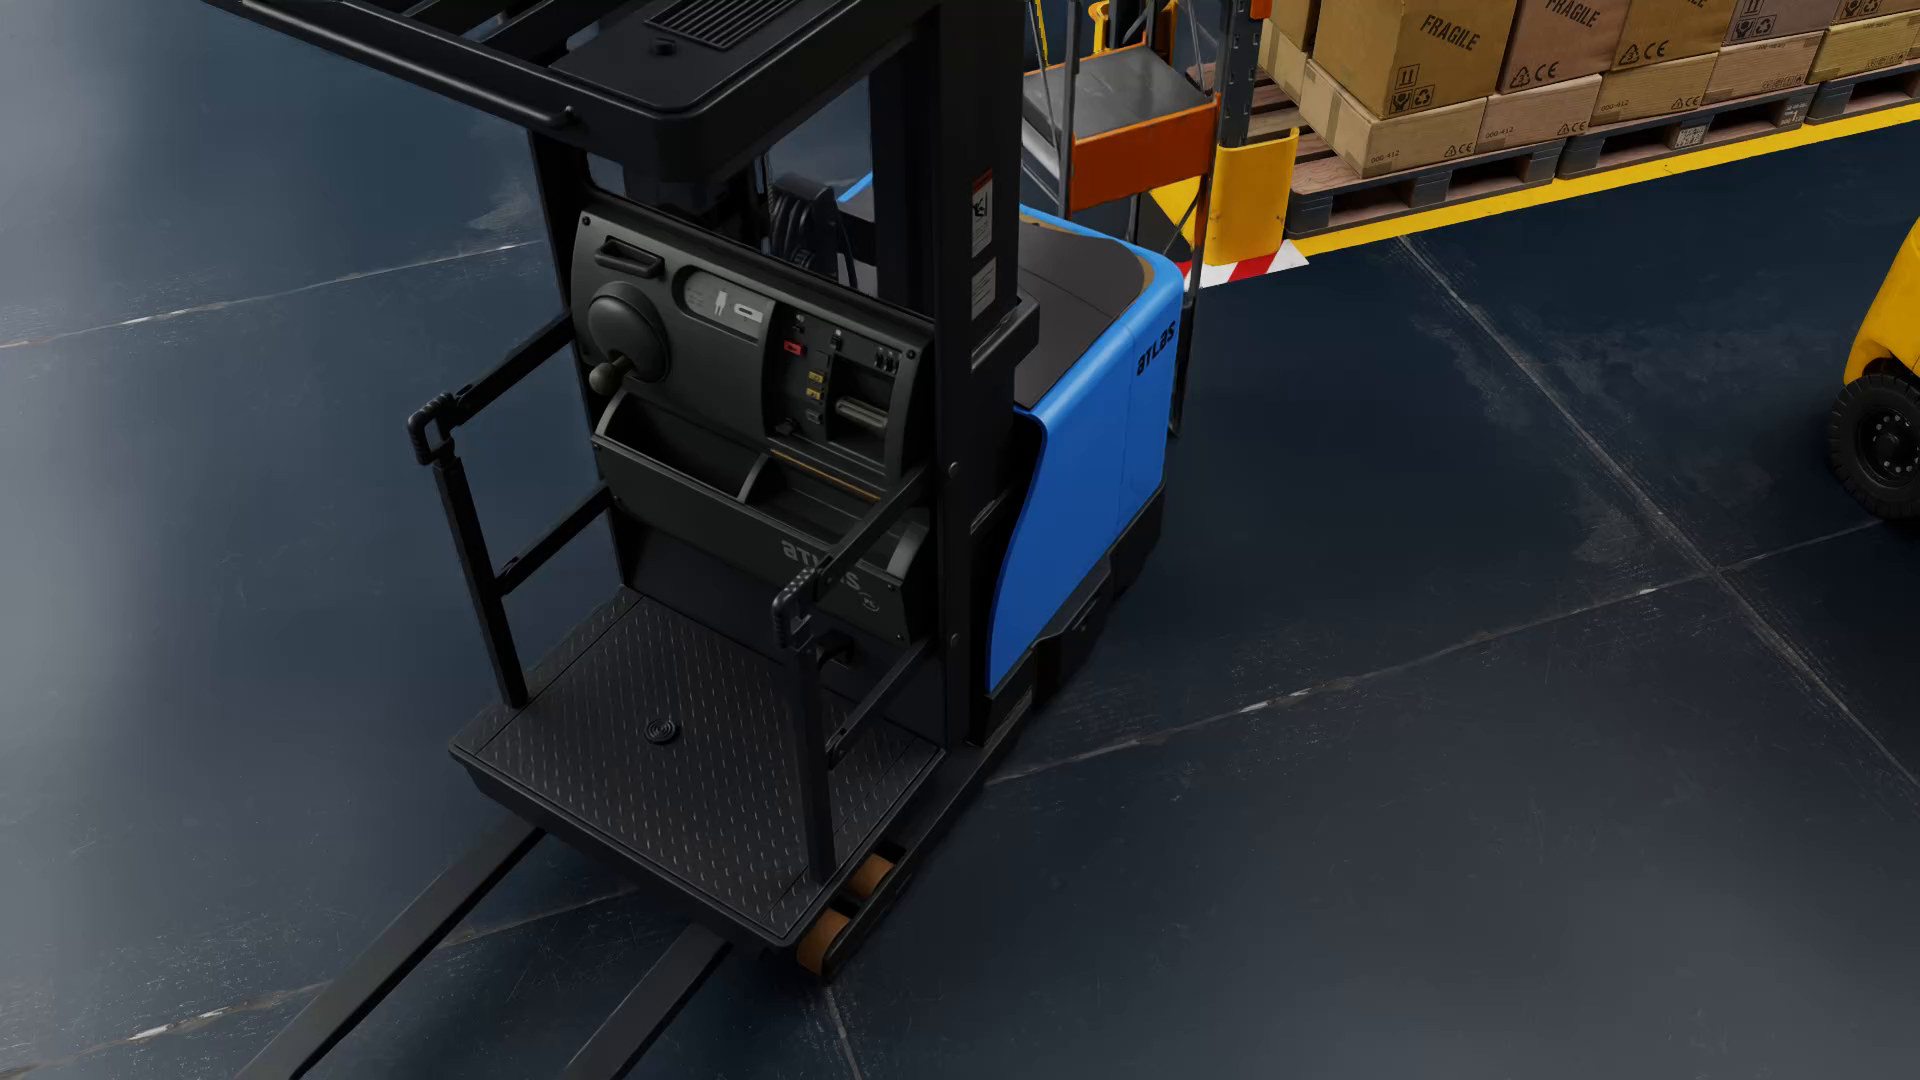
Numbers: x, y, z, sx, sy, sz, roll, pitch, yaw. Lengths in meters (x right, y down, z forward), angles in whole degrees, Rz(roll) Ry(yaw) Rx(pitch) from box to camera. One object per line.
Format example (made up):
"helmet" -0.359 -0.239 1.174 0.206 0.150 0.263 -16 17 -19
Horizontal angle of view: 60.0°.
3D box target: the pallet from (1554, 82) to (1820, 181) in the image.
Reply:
"pallet" 2.810 -1.990 7.085 1.213 0.211 1.003 -14 47 -14

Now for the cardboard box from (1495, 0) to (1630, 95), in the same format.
"cardboard box" 2.182 -2.081 6.321 0.500 0.500 0.500 -16 47 -15

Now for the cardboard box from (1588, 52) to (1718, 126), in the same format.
"cardboard box" 2.661 -1.938 6.709 0.500 0.250 0.500 -11 46 -11

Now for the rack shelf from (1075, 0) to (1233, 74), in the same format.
"rack shelf" 0.428 -1.618 4.411 0.480 0.518 0.431 -20 48 -19

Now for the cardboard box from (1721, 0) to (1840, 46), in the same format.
"cardboard box" 3.156 -2.330 6.570 0.500 0.500 0.500 -12 46 -12

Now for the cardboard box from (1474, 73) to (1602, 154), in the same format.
"cardboard box" 2.152 -1.799 6.570 0.500 0.250 0.500 -13 46 -12

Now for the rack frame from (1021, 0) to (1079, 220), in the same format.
"rack frame" 0.211 -1.056 4.820 0.015 2.100 0.400 -20 48 -19

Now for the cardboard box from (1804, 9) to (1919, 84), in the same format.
"cardboard box" 3.617 -2.177 6.947 0.500 0.250 0.500 -15 47 -15

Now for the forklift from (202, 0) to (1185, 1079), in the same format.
"forklift" -0.597 -0.334 3.513 1.130 2.935 3.031 24 50 22

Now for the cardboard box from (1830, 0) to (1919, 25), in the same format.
"cardboard box" 3.636 -2.453 6.693 0.500 0.500 0.500 -14 47 -13

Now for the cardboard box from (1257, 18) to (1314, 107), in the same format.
"cardboard box" 1.508 -2.051 6.821 0.500 0.250 0.500 -15 47 -14

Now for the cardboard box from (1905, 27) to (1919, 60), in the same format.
"cardboard box" 4.114 -2.312 7.081 0.500 0.250 0.500 -12 46 -12

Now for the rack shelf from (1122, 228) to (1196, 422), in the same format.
"rack shelf" 0.428 -0.630 5.403 0.480 0.518 0.431 -20 48 -19

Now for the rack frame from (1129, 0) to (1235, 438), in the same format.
"rack frame" 0.646 -1.212 4.975 0.015 2.100 0.400 -20 48 -19

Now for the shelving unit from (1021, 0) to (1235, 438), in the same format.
"shelving unit" 0.428 -1.134 4.898 0.503 2.100 0.431 -20 48 -19

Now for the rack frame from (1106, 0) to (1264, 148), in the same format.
"rack frame" 0.816 -2.494 5.618 0.127 3.000 1.000 -14 47 -14

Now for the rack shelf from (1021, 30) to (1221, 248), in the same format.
"rack shelf" 0.428 -1.124 4.907 0.480 0.518 0.431 -20 48 -19

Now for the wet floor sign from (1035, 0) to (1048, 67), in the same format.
"wet floor sign" 0.274 -2.330 7.116 0.232 0.644 0.267 0 45 0

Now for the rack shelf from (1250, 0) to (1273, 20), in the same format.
"rack shelf" 2.698 -2.721 6.352 4.000 0.370 1.077 -14 47 -14

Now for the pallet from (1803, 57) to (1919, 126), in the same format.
"pallet" 3.959 -2.286 7.380 1.213 0.211 1.003 -14 47 -14

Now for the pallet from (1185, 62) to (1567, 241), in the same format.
"pallet" 1.664 -1.699 6.795 1.213 0.211 1.003 -14 47 -14

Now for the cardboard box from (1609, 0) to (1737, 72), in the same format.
"cardboard box" 2.656 -2.196 6.436 0.500 0.500 0.500 -13 47 -13

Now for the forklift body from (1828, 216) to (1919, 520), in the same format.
"forklift body" 3.669 -0.560 4.289 1.214 2.155 2.313 -14 47 -14

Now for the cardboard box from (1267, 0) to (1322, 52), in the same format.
"cardboard box" 1.481 -2.302 6.542 0.500 0.500 0.500 -14 47 -14

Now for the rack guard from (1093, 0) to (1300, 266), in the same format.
"rack guard" 0.888 -1.630 6.521 0.348 0.500 1.175 -14 47 -14

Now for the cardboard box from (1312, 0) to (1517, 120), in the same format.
"cardboard box" 1.691 -1.952 6.193 0.500 0.500 0.500 -16 47 -15

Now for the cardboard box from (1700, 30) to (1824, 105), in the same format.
"cardboard box" 3.137 -2.058 6.828 0.500 0.250 0.500 -14 47 -13

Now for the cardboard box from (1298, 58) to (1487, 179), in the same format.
"cardboard box" 1.669 -1.681 6.452 0.500 0.250 0.500 -15 47 -14

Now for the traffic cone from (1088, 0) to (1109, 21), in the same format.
"traffic cone" 0.783 -2.561 7.476 0.334 0.463 0.336 -14 47 -14
